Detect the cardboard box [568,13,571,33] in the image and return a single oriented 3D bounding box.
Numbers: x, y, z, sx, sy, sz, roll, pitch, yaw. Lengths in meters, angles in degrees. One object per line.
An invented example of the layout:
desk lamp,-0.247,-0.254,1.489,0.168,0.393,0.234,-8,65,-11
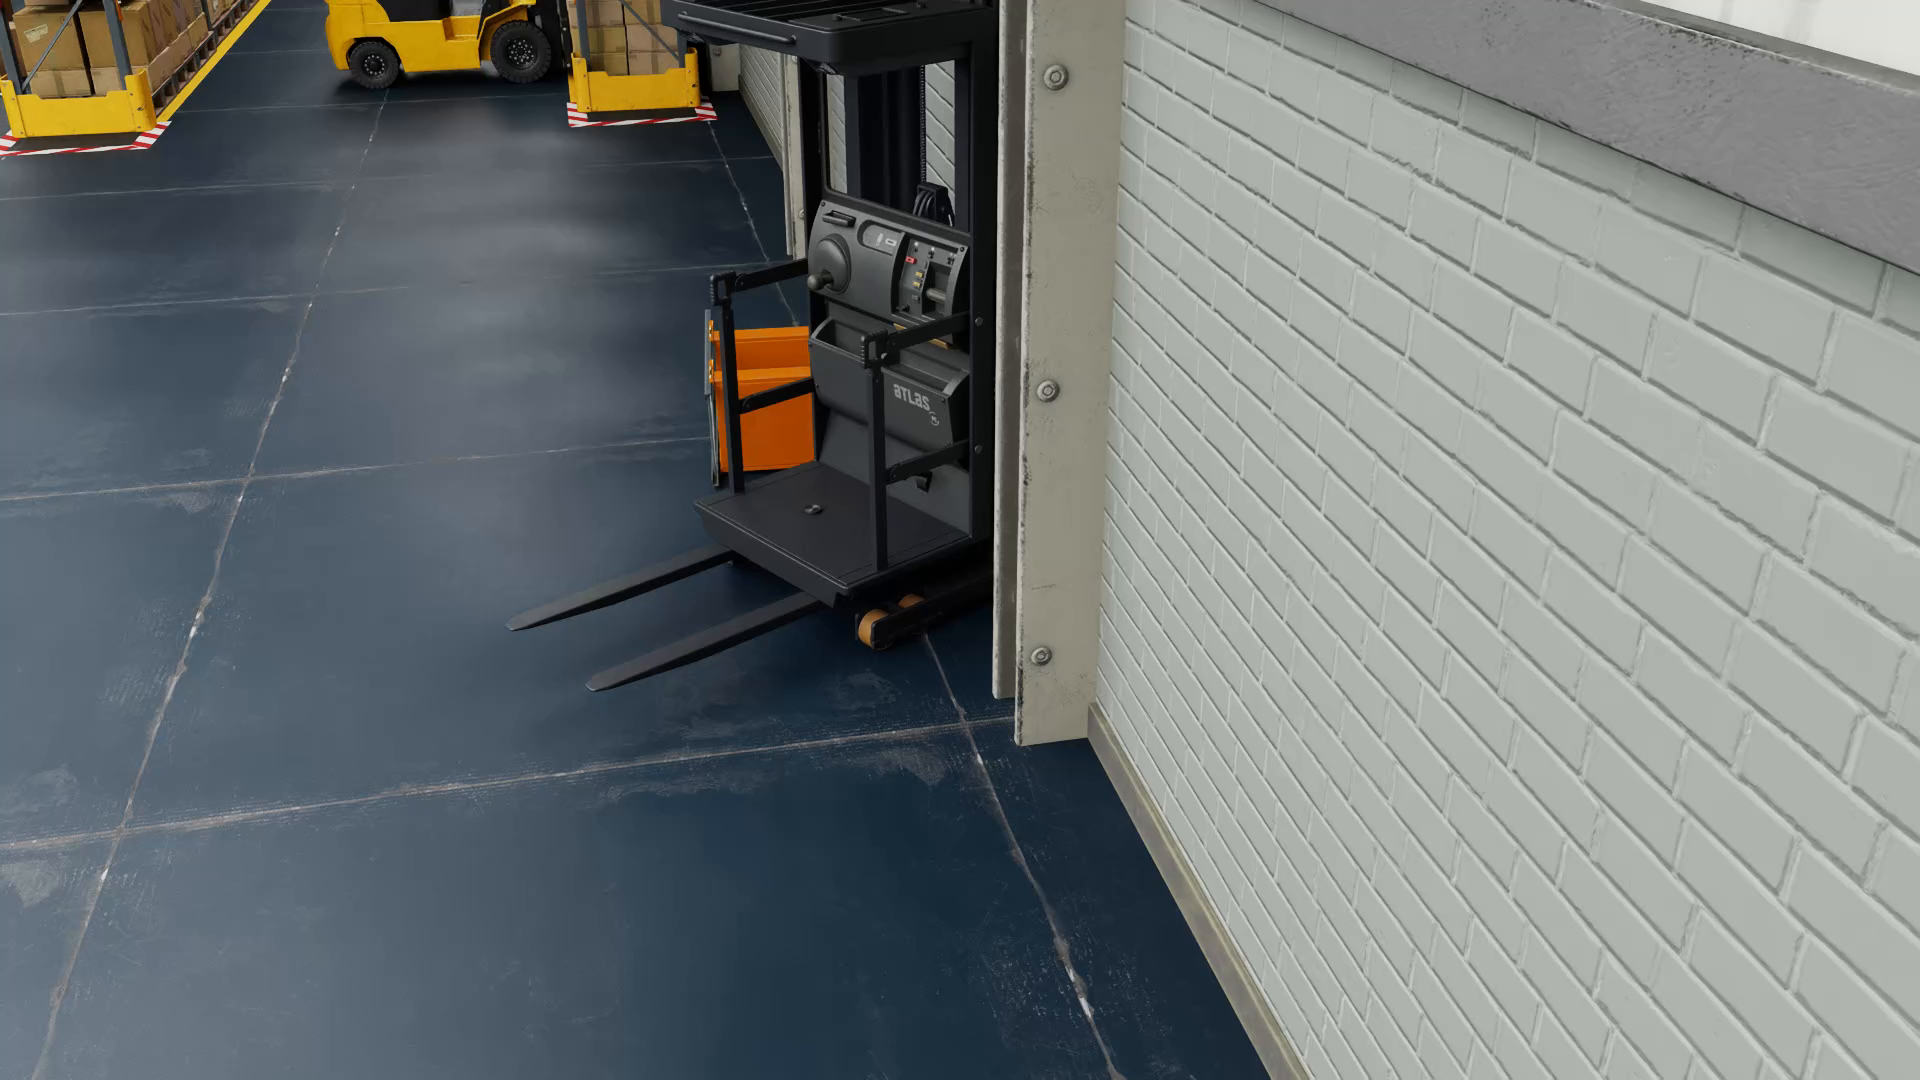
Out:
cardboard box,-3.757,-5.352,17.055,0.500,0.250,0.500,-7,28,-13

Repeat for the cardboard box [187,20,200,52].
cardboard box,-8.315,-5.286,17.480,0.500,0.250,0.500,-7,28,-13

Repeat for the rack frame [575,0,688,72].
rack frame,-3.104,-5.541,15.399,1.000,3.000,0.127,-6,27,-12

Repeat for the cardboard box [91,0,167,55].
cardboard box,-7.979,-4.952,15.985,0.500,0.500,0.500,-7,28,-14

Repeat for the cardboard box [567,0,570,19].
cardboard box,-3.632,-5.342,16.480,0.500,0.250,0.500,-5,27,-11

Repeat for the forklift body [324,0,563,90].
forklift body,-5.309,-5.809,16.873,2.313,2.155,1.214,-6,27,-12

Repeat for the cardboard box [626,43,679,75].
cardboard box,-3.024,-4.737,16.391,0.500,0.250,0.500,-6,27,-11

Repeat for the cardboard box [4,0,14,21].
cardboard box,-10.568,-5.820,17.885,0.500,0.500,0.500,-6,27,-12

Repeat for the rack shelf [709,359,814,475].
rack shelf,-0.744,-0.648,8.412,1.000,0.538,0.278,-4,29,-6

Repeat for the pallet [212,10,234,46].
pallet,-9.017,-5.888,19.182,1.003,0.211,1.213,-6,27,-12

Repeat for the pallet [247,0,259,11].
pallet,-9.567,-6.959,21.304,1.003,0.211,1.213,-6,27,-12

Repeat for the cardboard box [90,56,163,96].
cardboard box,-7.851,-4.378,15.680,0.500,0.250,0.500,-6,27,-12

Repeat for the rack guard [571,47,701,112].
rack guard,-3.098,-4.415,15.942,1.175,0.500,0.348,-6,27,-12

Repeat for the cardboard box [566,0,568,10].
cardboard box,-3.756,-5.562,16.917,0.500,0.250,0.500,-6,27,-11

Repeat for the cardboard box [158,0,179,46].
cardboard box,-8.084,-5.173,16.423,0.500,0.500,0.500,-5,27,-11

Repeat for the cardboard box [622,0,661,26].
cardboard box,-3.028,-5.178,16.155,0.500,0.250,0.500,-6,27,-12

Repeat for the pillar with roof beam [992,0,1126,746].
pillar with roof beam,-3.873,-2.911,3.531,9.100,9.000,0.400,-6,27,-12

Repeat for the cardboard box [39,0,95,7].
cardboard box,-8.494,-4.884,15.851,0.500,0.500,0.500,-5,27,-10

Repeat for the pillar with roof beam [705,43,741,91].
pillar with roof beam,-6.577,-8.179,13.968,9.100,9.000,0.400,-6,27,-12

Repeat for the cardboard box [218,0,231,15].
cardboard box,-9.126,-6.351,19.454,0.950,0.372,0.625,-4,27,-8

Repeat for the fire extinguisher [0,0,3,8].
fire extinguisher,-8.362,-4.904,14.223,0.296,0.674,0.183,-6,27,-12

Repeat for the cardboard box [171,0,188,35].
cardboard box,-8.213,-5.407,16.886,0.500,0.500,0.500,-5,27,-9

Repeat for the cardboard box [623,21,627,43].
cardboard box,-3.131,-5.171,16.696,0.500,0.250,0.500,-6,27,-12

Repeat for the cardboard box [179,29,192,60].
cardboard box,-8.205,-5.063,17.037,0.500,0.250,0.500,-6,27,-11

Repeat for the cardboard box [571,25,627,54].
cardboard box,-3.518,-4.906,16.172,0.500,0.250,0.500,-6,27,-12

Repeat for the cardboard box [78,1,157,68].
cardboard box,-7.857,-4.723,15.531,0.500,0.500,0.500,-7,28,-13

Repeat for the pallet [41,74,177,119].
pallet,-8.105,-4.184,15.806,1.003,0.211,1.213,-6,27,-12

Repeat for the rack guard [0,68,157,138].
rack guard,-7.956,-3.953,15.027,1.175,0.500,0.348,-6,27,-12

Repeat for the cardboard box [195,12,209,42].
cardboard box,-8.445,-5.519,17.941,0.500,0.250,0.500,-5,27,-9

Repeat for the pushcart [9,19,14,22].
pushcart,-11.050,-5.367,17.965,1.648,0.377,0.936,-16,31,-29

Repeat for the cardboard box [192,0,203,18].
cardboard box,-8.446,-5.854,17.772,0.500,0.500,0.500,-6,27,-12

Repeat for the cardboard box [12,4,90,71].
cardboard box,-8.374,-4.655,15.398,0.500,0.500,0.500,-6,27,-11

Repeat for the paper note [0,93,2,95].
paper note,-9.475,-4.434,16.500,0.142,0.019,0.148,-16,31,-29

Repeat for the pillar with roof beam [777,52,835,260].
pillar with roof beam,-5.225,-5.545,8.750,9.100,9.000,0.400,-6,27,-12

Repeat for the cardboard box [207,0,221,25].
cardboard box,-8.961,-6.036,18.830,0.950,0.372,0.625,-6,27,-11

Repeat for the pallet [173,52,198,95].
pallet,-8.376,-4.719,16.865,1.003,0.211,1.213,-6,27,-12

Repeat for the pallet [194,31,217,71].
pallet,-8.655,-5.255,17.928,1.003,0.211,1.213,-6,27,-12

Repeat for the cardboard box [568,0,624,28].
cardboard box,-3.511,-5.118,16.037,0.500,0.250,0.500,-5,27,-10

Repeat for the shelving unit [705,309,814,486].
shelving unit,-0.782,-0.789,8.666,1.048,0.538,1.125,-4,29,-6

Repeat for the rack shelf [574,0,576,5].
rack shelf,-3.554,-6.098,17.301,1.077,0.370,4.000,-6,27,-12

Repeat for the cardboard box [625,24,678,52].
cardboard box,-3.007,-4.952,16.262,0.500,0.250,0.500,-5,27,-11

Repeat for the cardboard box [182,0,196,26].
cardboard box,-8.329,-5.631,17.330,0.500,0.500,0.500,-5,27,-11

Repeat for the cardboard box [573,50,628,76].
cardboard box,-3.517,-4.675,16.269,0.500,0.250,0.500,-6,27,-11

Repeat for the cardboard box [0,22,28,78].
cardboard box,-9.925,-5.068,17.233,0.500,0.500,0.500,13,30,24

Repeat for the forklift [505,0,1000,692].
forklift,-0.461,-1.120,6.716,3.031,2.935,1.130,-22,34,-37

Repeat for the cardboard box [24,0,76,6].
cardboard box,-8.522,-5.099,15.557,0.380,0.149,0.250,-5,27,-10

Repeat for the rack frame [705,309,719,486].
rack frame,-1.286,-0.755,8.609,0.032,0.500,1.125,-4,29,-6

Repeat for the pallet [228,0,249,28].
pallet,-9.296,-6.425,20.245,1.003,0.211,1.213,-6,27,-12

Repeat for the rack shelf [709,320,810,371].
rack shelf,-0.814,-0.906,8.878,1.000,0.538,0.278,-4,29,-6

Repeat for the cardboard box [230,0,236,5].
cardboard box,-9.285,-6.656,20.059,0.950,0.372,0.625,-5,27,-10

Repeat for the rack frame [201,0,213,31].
rack frame,-8.840,-6.791,17.877,1.000,3.000,0.127,-6,27,-12

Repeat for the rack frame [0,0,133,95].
rack frame,-7.939,-5.035,14.397,1.000,3.000,0.127,-6,27,-12

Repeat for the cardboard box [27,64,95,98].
cardboard box,-8.389,-4.334,15.592,0.500,0.250,0.500,-6,27,-12

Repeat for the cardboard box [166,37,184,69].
cardboard box,-8.094,-4.841,16.597,0.500,0.250,0.500,-4,27,-8

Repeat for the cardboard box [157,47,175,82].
cardboard box,-7.959,-4.602,16.125,0.500,0.250,0.500,-5,27,-10

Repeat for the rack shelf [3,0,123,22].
rack shelf,-8.390,-5.592,16.299,1.077,0.370,4.000,-6,27,-12
